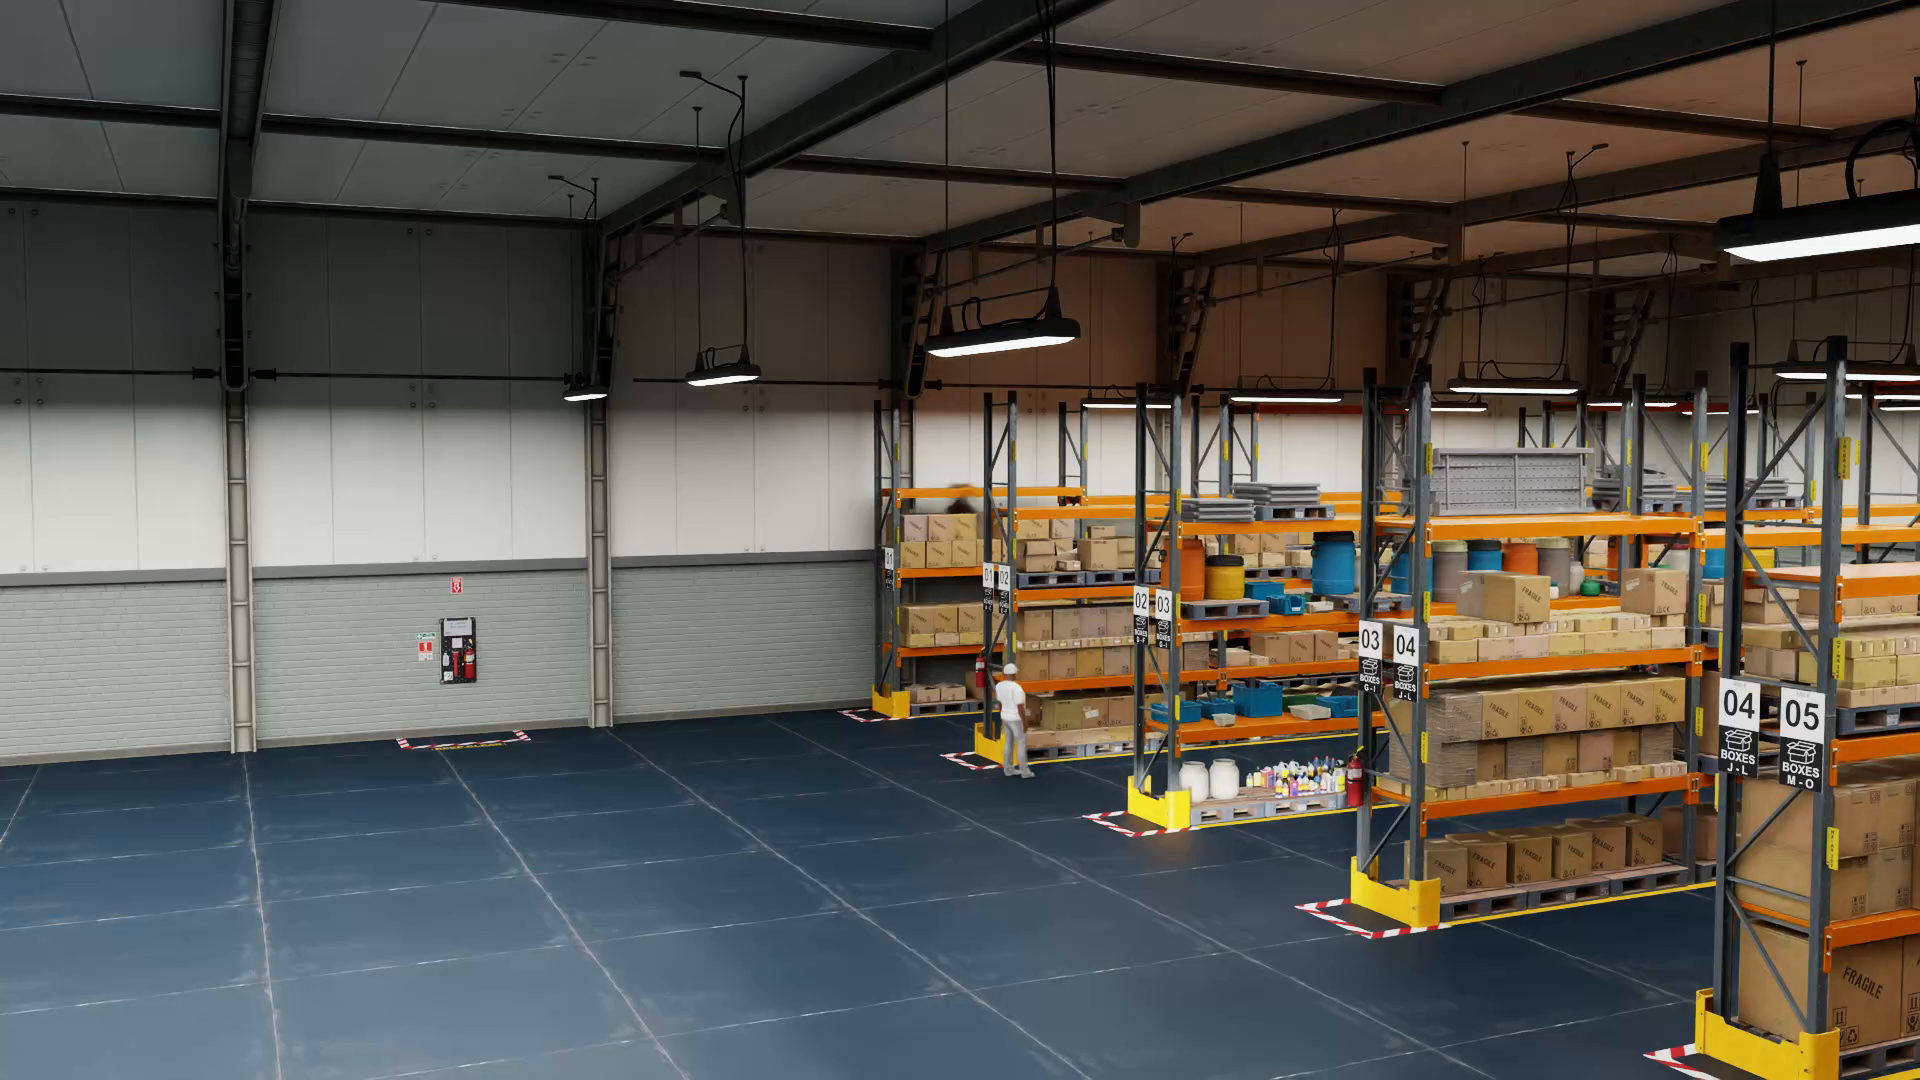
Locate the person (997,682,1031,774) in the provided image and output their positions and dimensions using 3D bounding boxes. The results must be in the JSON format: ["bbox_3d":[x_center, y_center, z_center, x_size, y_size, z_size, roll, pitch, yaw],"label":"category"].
[{"bbox_3d":[0.817,2.901,25.723,0.407,1.419,0.556,-1,4,-24],"label":"person"}]
